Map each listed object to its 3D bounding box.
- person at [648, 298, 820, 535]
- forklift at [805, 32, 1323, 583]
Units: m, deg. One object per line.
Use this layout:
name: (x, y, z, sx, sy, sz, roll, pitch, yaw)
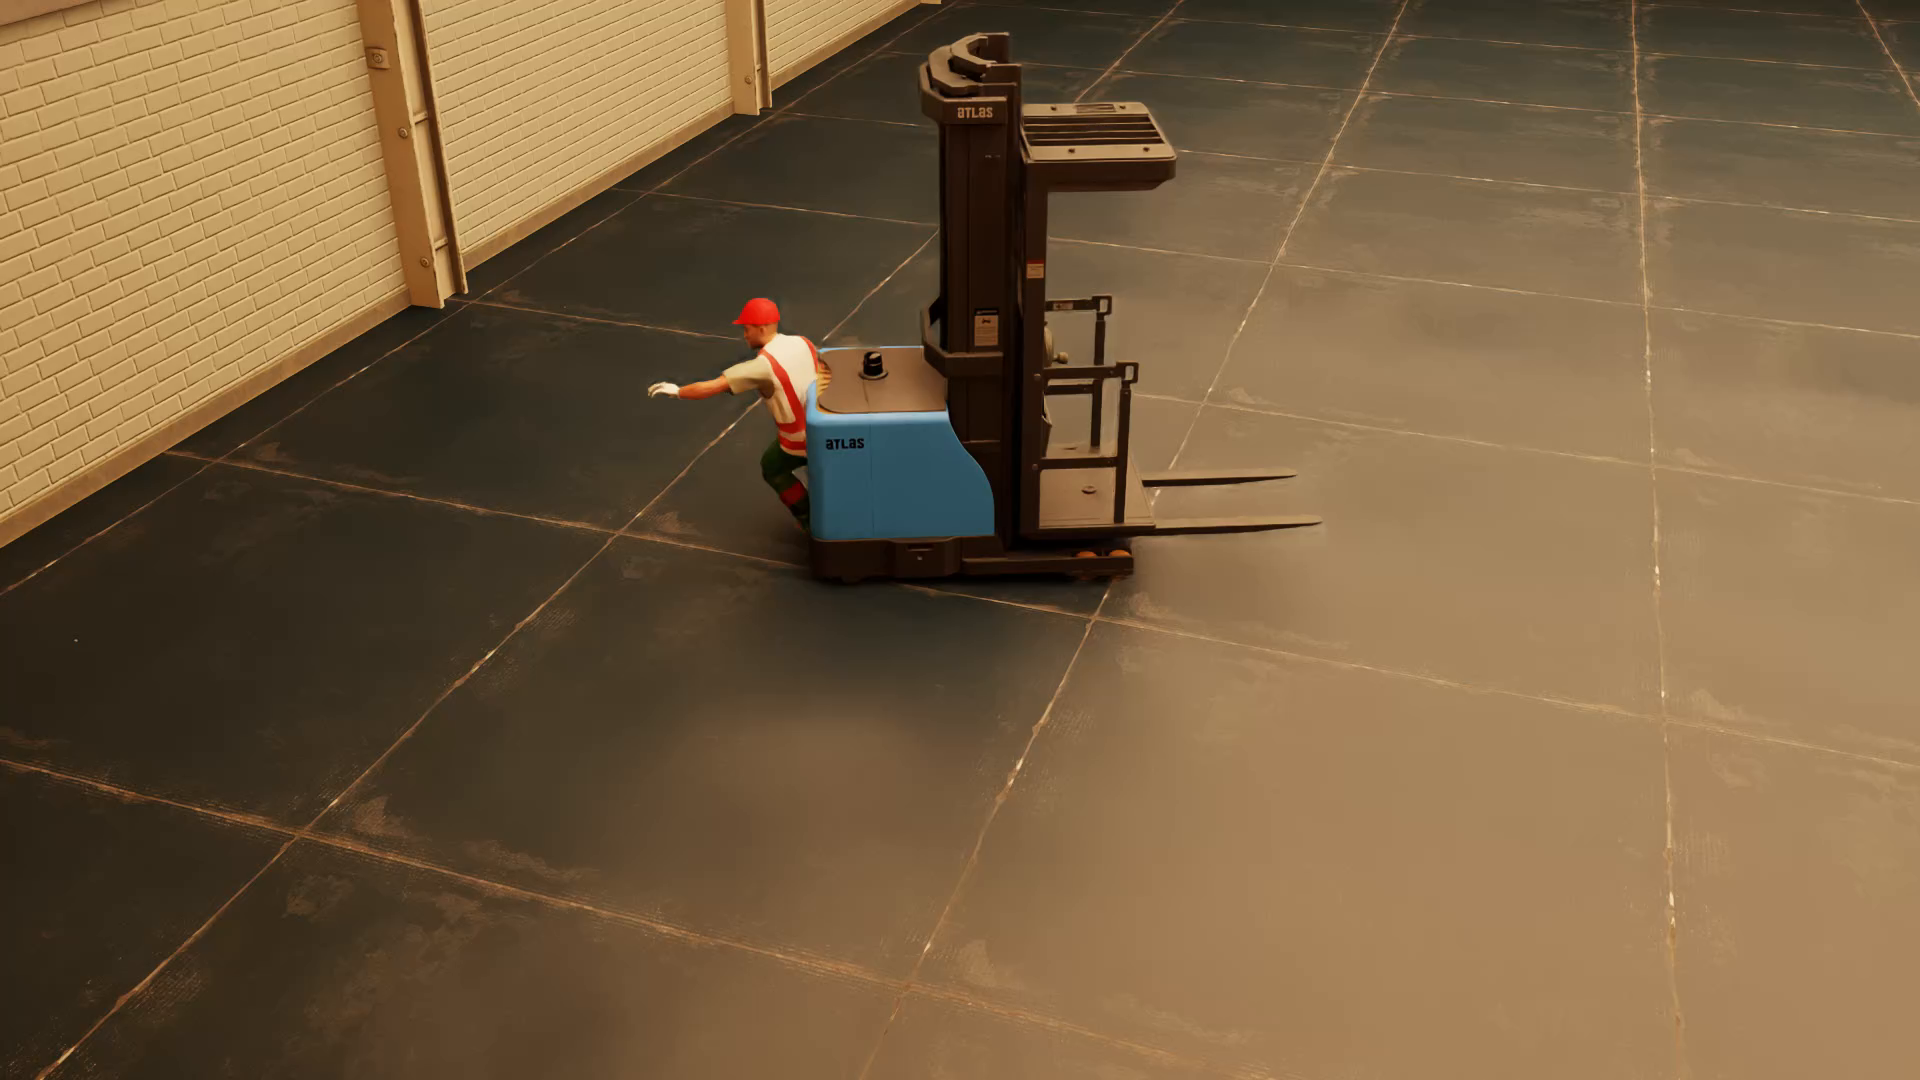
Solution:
person: (-1.058, -0.760, 9.924, 0.847, 1.527, 1.448, 18, 34, 28)
forklift: (0.614, -1.301, 9.418, 3.031, 2.935, 1.130, -2, 30, -3)
